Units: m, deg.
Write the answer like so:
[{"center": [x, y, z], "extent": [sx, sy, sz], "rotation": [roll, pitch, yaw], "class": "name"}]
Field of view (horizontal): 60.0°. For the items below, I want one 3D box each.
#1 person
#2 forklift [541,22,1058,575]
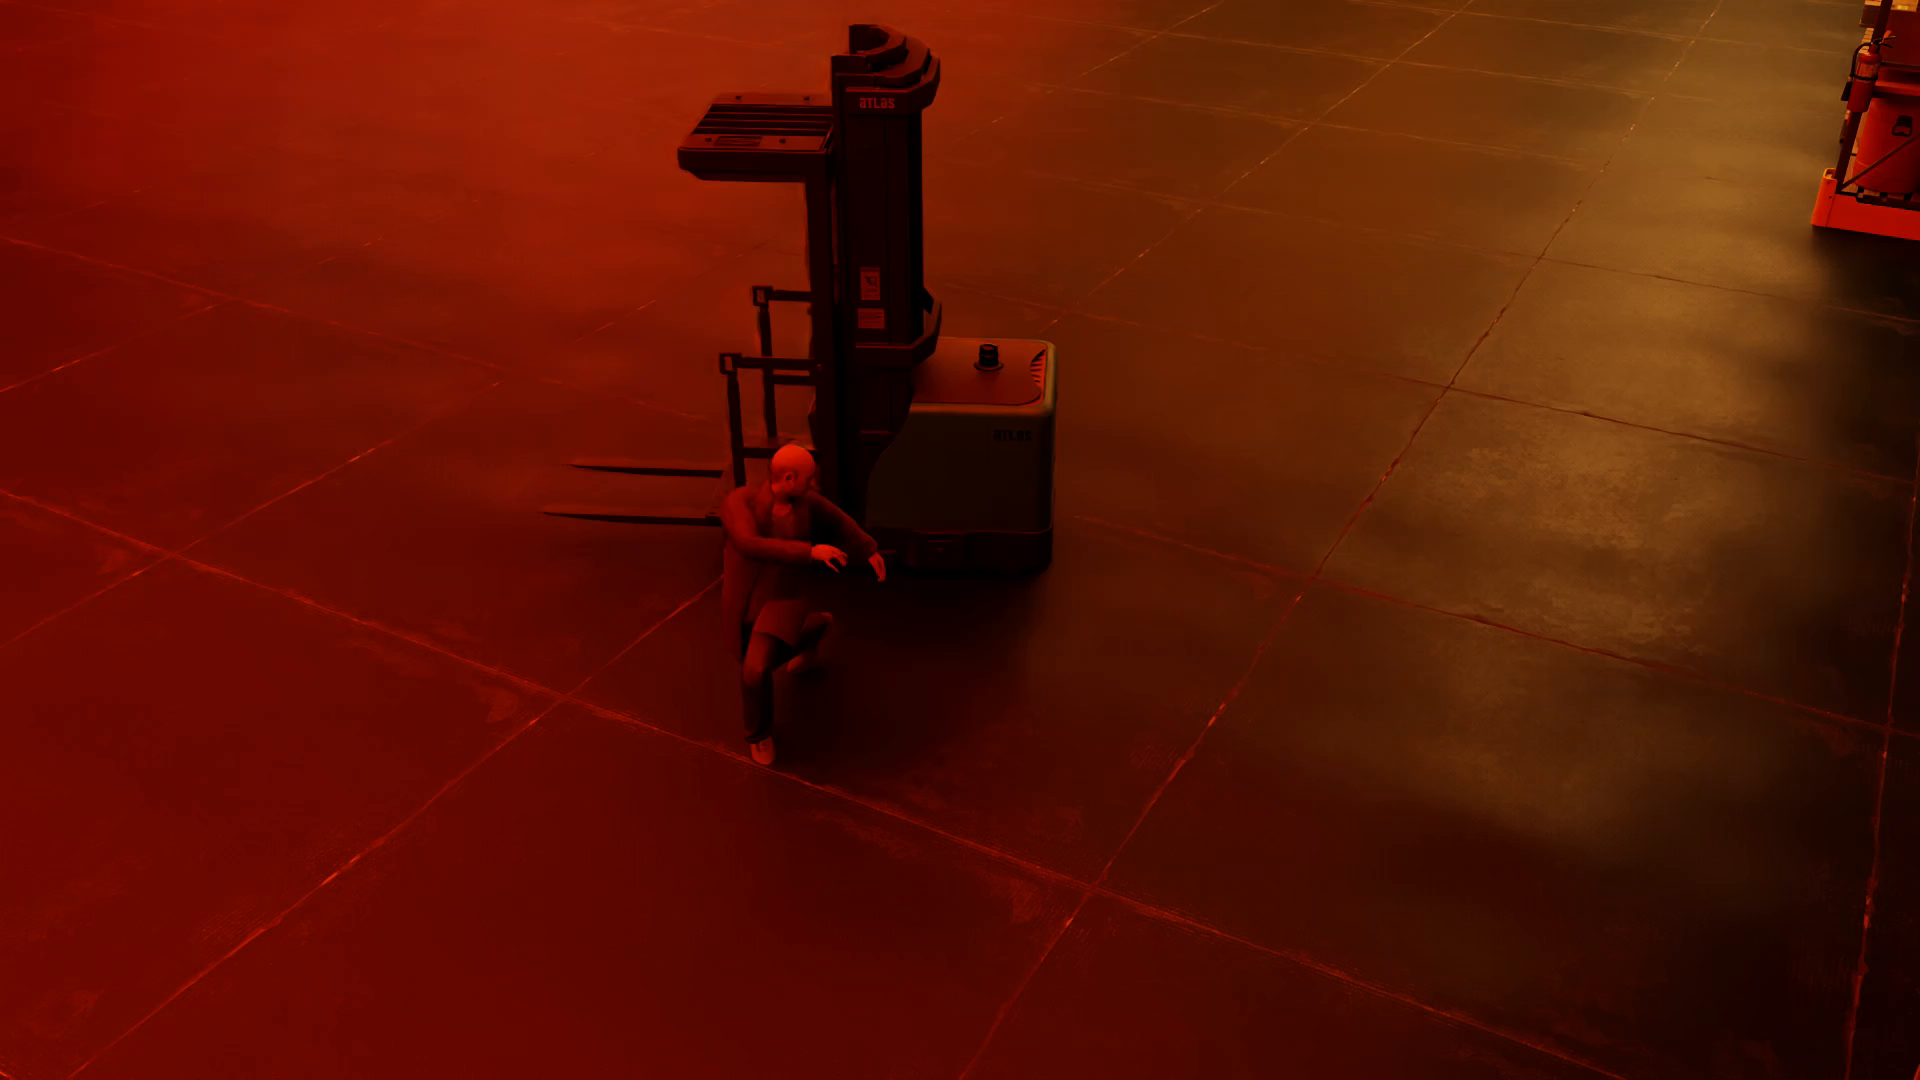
[{"center": [-0.792, 0.245, 8.153], "extent": [0.780, 1.548, 1.006], "rotation": [2, 30, 4], "class": "person"}, {"center": [-0.949, -1.353, 9.415], "extent": [3.031, 2.935, 1.130], "rotation": [2, 30, 4], "class": "forklift"}]
